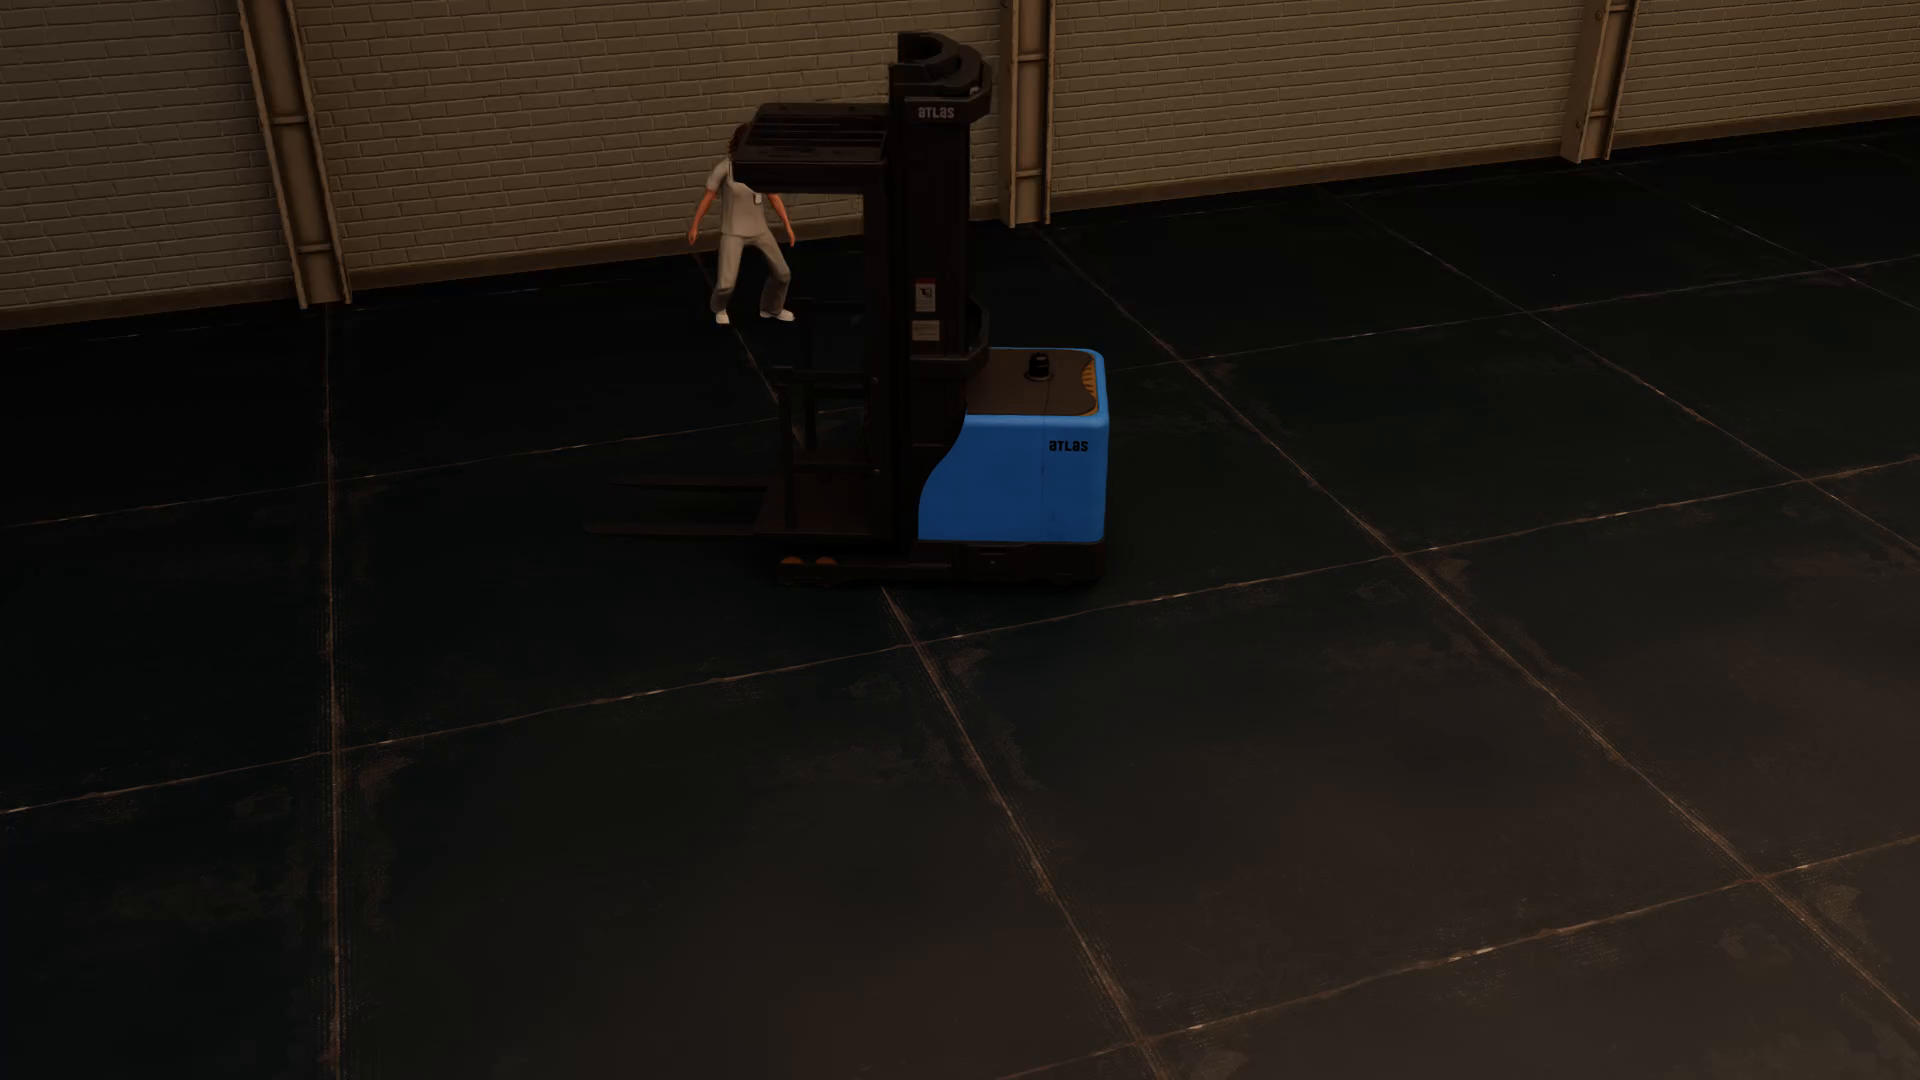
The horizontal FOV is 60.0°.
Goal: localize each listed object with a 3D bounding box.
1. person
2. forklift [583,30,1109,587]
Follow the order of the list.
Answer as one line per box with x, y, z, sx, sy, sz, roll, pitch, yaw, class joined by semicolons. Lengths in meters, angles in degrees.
-1.643;-2.334;12.502;0.790;1.590;0.490;-11;32;-19;person
-0.670;-1.265;9.285;3.031;2.935;1.130;1;30;2;forklift
